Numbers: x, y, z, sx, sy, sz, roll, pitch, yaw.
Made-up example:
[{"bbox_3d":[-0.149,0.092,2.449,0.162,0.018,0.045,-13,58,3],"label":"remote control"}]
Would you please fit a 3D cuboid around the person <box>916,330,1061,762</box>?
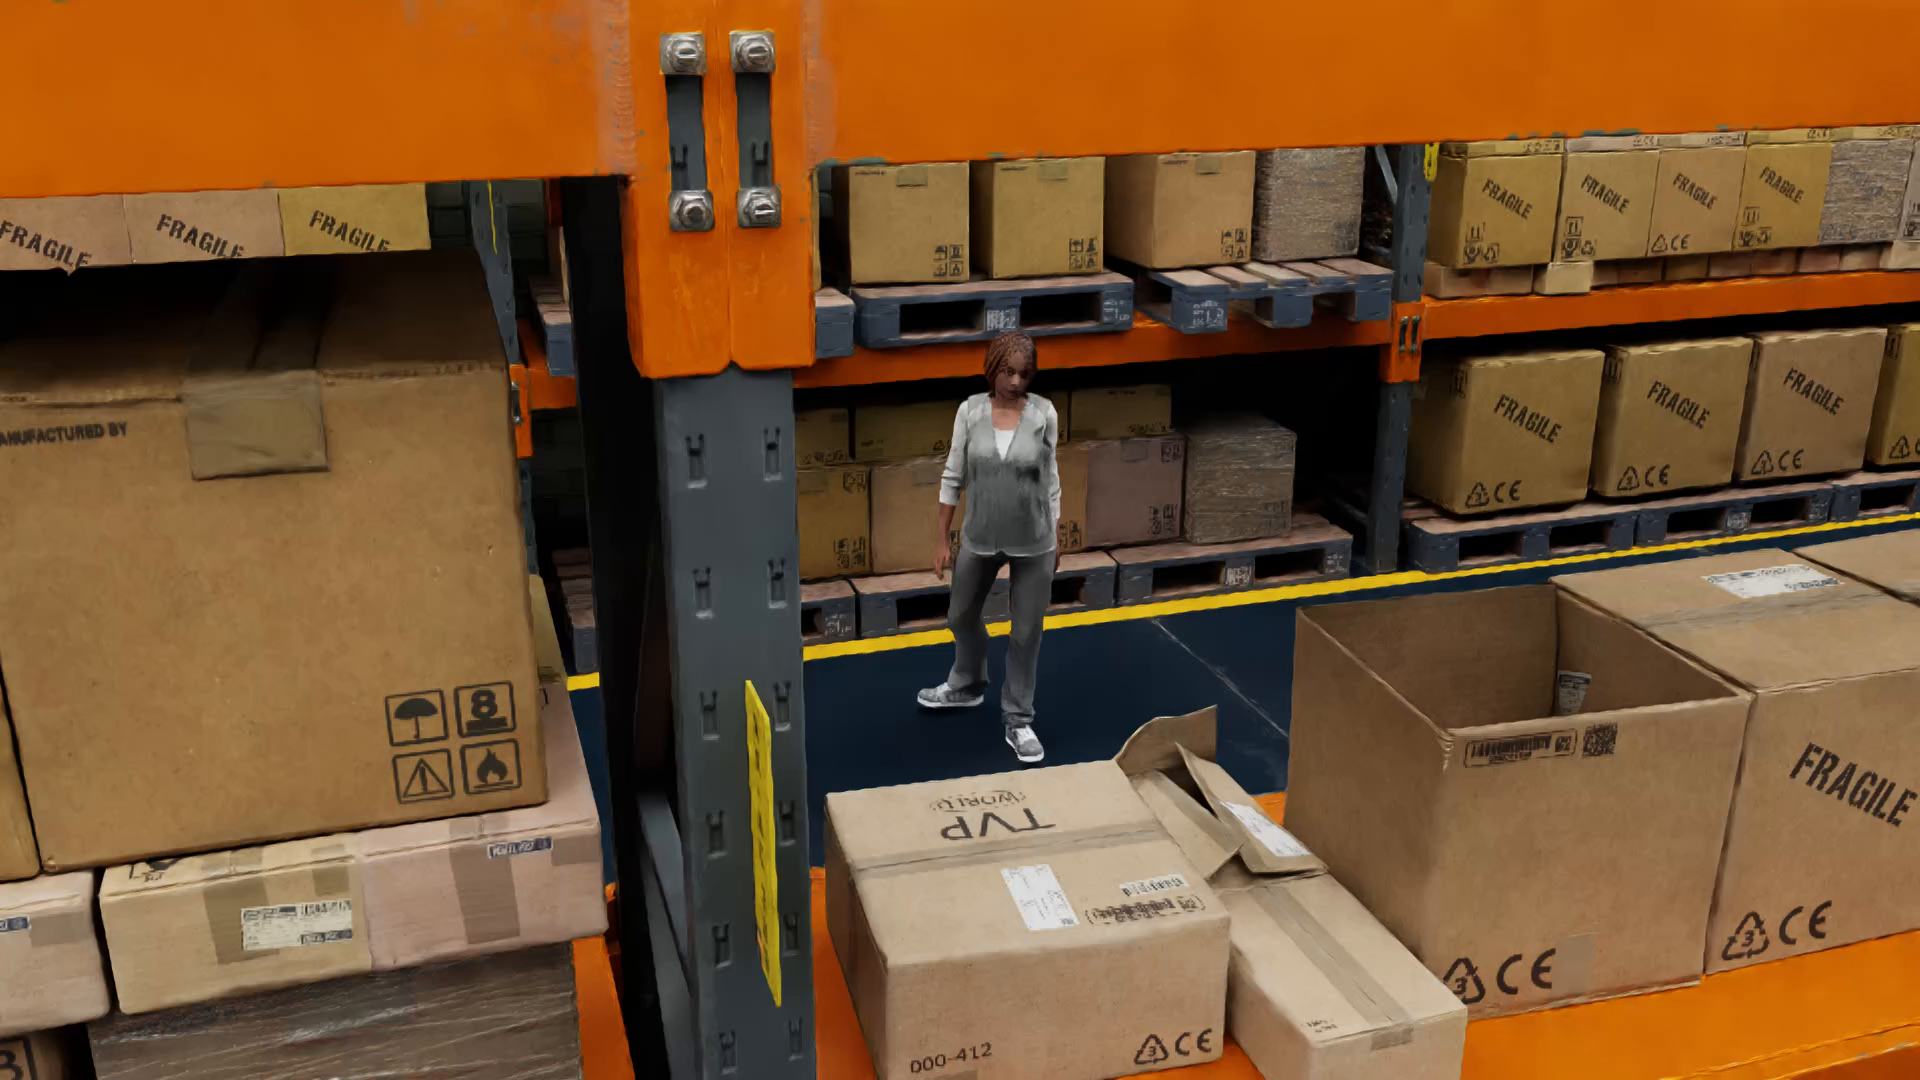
[{"bbox_3d":[0.077,-0.001,6.090,0.592,1.589,0.449,5,20,13],"label":"person"}]
